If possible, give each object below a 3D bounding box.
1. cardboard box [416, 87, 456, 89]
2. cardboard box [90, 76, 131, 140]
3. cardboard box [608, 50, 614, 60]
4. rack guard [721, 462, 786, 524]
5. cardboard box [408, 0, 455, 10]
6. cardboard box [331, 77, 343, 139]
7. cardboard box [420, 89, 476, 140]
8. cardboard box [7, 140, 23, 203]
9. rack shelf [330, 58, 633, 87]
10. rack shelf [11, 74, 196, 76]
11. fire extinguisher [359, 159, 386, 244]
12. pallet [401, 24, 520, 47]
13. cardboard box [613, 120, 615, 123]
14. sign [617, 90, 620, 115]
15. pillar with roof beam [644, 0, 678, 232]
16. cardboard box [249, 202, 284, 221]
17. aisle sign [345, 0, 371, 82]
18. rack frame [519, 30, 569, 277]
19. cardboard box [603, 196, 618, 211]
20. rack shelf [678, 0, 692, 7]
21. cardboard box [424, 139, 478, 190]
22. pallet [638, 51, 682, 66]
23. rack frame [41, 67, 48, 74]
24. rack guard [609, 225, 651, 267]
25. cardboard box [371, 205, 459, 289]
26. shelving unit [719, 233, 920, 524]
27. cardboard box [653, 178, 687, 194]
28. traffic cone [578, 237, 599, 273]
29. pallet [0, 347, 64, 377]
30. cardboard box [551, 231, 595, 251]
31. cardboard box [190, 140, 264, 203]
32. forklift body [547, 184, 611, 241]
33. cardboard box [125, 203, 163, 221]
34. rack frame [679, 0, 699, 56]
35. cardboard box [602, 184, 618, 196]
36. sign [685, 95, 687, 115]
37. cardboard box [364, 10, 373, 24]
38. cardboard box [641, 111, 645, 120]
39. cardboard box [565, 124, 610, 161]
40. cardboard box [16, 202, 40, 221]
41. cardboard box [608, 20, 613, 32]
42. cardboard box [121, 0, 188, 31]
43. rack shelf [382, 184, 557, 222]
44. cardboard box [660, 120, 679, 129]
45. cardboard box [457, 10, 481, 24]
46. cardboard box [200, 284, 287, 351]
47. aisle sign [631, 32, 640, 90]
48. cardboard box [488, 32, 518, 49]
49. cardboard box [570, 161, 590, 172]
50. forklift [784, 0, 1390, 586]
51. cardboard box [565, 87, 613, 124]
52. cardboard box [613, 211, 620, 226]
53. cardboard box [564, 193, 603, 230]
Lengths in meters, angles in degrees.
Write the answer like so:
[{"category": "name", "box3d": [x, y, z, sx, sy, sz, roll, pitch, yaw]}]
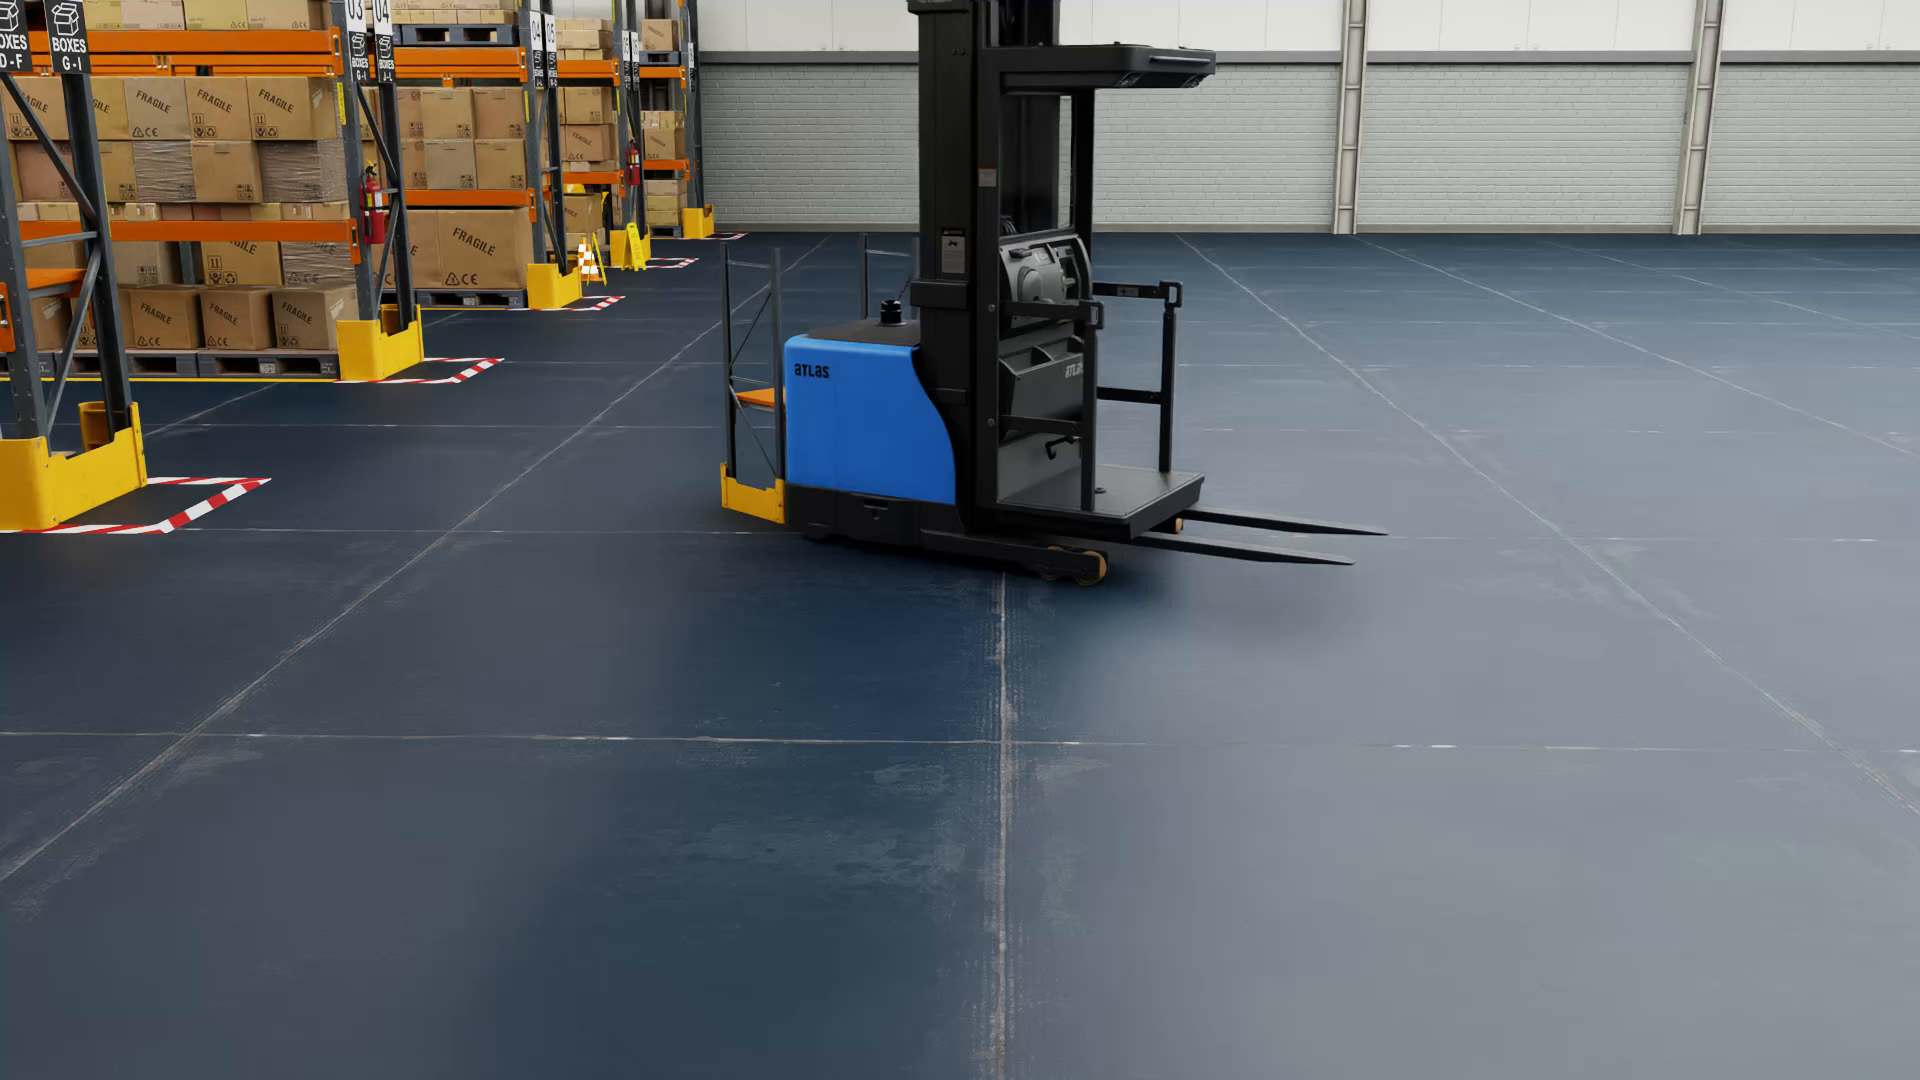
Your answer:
[{"category": "cardboard box", "box3d": [-7.224, -6.078, 23.260, 0.500, 0.500, 0.700, 0, 15, 0]}, {"category": "cardboard box", "box3d": [-6.979, -3.554, 13.691, 0.500, 0.500, 0.500, 0, 15, 1]}, {"category": "cardboard box", "box3d": [-4.994, -6.868, 23.603, 0.250, 0.149, 0.380, 0, 15, 1]}, {"category": "rack guard", "box3d": [-1.145, -0.269, 9.371, 0.087, 0.250, 0.587, -14, 20, -42]}, {"category": "cardboard box", "box3d": [-5.692, -5.899, 18.132, 0.500, 0.250, 0.500, 0, 15, 2]}, {"category": "cardboard box", "box3d": [-5.467, -3.675, 14.152, 0.500, 0.500, 0.500, 0, 15, 1]}, {"category": "cardboard box", "box3d": [-5.618, -4.778, 18.659, 0.550, 0.550, 0.875, 0, 15, 1]}, {"category": "cardboard box", "box3d": [-7.975, -3.114, 13.984, 0.500, 0.500, 0.875, 0, 15, 1]}, {"category": "rack shelf", "box3d": [-6.670, -6.569, 23.390, 4.000, 0.370, 1.077, 0, 15, 1]}, {"category": "rack shelf", "box3d": [-14.544, -7.887, 28.386, 4.000, 0.370, 1.077, 0, 15, 1]}, {"category": "fire extinguisher", "box3d": [-4.821, -2.771, 13.615, 0.183, 0.674, 0.296, 0, 15, 1]}, {"category": "pallet", "box3d": [-5.438, -5.601, 18.482, 1.213, 0.211, 1.003, 0, 15, 1]}, {"category": "cardboard box", "box3d": [-5.931, -7.018, 28.093, 0.250, 0.149, 0.380, 0, 15, 0]}, {"category": "sign", "box3d": [-4.705, -6.025, 22.908, 0.005, 0.325, 0.100, 0, 15, 1]}, {"category": "pillar with roof beam", "box3d": [-5.330, -8.757, 24.392, 0.400, 9.000, 9.100, 0, 15, 1]}, {"category": "cardboard box", "box3d": [-5.715, -2.745, 13.856, 0.250, 0.149, 0.380, 0, 15, 1]}, {"category": "aisle sign", "box3d": [-4.869, -4.107, 13.430, 0.004, 0.787, 0.394, 0, 15, 1]}, {"category": "rack frame", "box3d": [-4.696, -4.191, 18.845, 0.127, 3.000, 1.000, 0, 15, 1]}, {"category": "cardboard box", "box3d": [-6.060, -5.763, 28.388, 0.500, 0.250, 0.500, 0, 15, 0]}, {"category": "rack shelf", "box3d": [-6.547, -9.092, 27.857, 4.000, 0.370, 1.077, 0, 15, 1]}, {"category": "cardboard box", "box3d": [-5.618, -4.252, 18.783, 0.550, 0.550, 0.875, 0, 15, 1]}, {"category": "pallet", "box3d": [-5.254, -8.139, 28.101, 1.213, 0.211, 1.003, 0, 15, 1]}, {"category": "rack frame", "box3d": [-12.668, -5.506, 23.829, 0.127, 3.000, 1.000, 0, 15, 1]}, {"category": "rack guard", "box3d": [-4.747, -4.246, 23.953, 0.348, 0.500, 1.175, 0, 15, 1]}, {"category": "cardboard box", "box3d": [-6.255, -3.359, 19.035, 0.875, 0.875, 0.875, 0, 15, 1]}, {"category": "shelving unit", "box3d": [-0.788, -0.962, 9.547, 1.083, 1.500, 0.587, -14, 20, -42]}, {"category": "cardboard box", "box3d": [-5.023, -6.128, 28.794, 0.500, 0.250, 0.500, 0, 15, 1]}, {"category": "traffic cone", "box3d": [-5.133, -3.901, 22.719, 0.334, 0.463, 0.336, 0, 15, 1]}, {"category": "pallet", "box3d": [-8.250, -1.609, 14.525, 1.213, 0.211, 1.003, 0, 15, 1]}, {"category": "cardboard box", "box3d": [-5.510, -4.264, 23.690, 0.500, 0.250, 0.500, 0, 15, 1]}, {"category": "cardboard box", "box3d": [-5.976, -3.102, 13.939, 0.500, 0.500, 0.875, 0, 15, 1]}, {"category": "forklift body", "box3d": [-6.490, -5.856, 26.822, 1.214, 2.155, 2.313, 0, 15, 1]}, {"category": "cardboard box", "box3d": [-6.716, -2.737, 13.828, 0.250, 0.149, 0.380, 0, 15, 1]}, {"category": "rack frame", "box3d": [-4.548, -9.621, 27.665, 0.127, 3.000, 1.000, 0, 15, 1]}, {"category": "cardboard box", "box3d": [-6.031, -6.003, 28.319, 0.500, 0.250, 0.500, 1, 15, 2]}, {"category": "sign", "box3d": [-4.575, -7.256, 27.728, 0.005, 0.325, 0.100, 0, 15, 1]}, {"category": "cardboard box", "box3d": [-6.307, -5.695, 18.140, 0.250, 0.149, 0.380, 0, 15, 2]}, {"category": "cardboard box", "box3d": [-5.421, -7.163, 28.058, 0.250, 0.149, 0.380, 1, 15, 3]}, {"category": "cardboard box", "box3d": [-5.220, -5.579, 23.328, 0.500, 0.500, 0.500, 0, 15, 0]}, {"category": "cardboard box", "box3d": [-7.716, -2.742, 13.847, 0.250, 0.149, 0.380, 0, 15, 1]}, {"category": "cardboard box", "box3d": [-5.021, -7.223, 23.386, 0.250, 0.149, 0.380, 0, 15, 1]}, {"category": "cardboard box", "box3d": [-6.423, -4.251, 13.486, 0.500, 0.250, 0.500, 1, 15, 3]}, {"category": "rack shelf", "box3d": [-6.695, -3.856, 18.986, 4.000, 0.370, 1.077, 0, 15, 1]}, {"category": "cardboard box", "box3d": [-4.901, -7.013, 28.072, 0.250, 0.149, 0.380, 1, 15, 2]}, {"category": "cardboard box", "box3d": [-5.289, -5.689, 18.115, 0.250, 0.149, 0.380, 0, 15, 2]}, {"category": "cardboard box", "box3d": [-6.146, -1.925, 14.331, 0.500, 0.500, 0.500, 4, 15, 16]}, {"category": "aisle sign", "box3d": [-4.601, -6.790, 23.598, 0.004, 0.787, 0.394, 0, 15, 1]}, {"category": "cardboard box", "box3d": [-6.211, -6.916, 23.004, 0.500, 0.250, 0.500, 1, 15, 3]}, {"category": "cardboard box", "box3d": [-5.306, -5.254, 23.365, 0.250, 0.149, 0.380, 0, 15, 1]}, {"category": "forklift", "box3d": [0.613, -1.352, 8.220, 3.031, 2.935, 1.130, 8, 17, 28]}, {"category": "cardboard box", "box3d": [-5.187, -6.077, 23.255, 0.500, 0.500, 0.700, 0, 15, 0]}, {"category": "cardboard box", "box3d": [-6.022, -5.527, 28.476, 0.500, 0.250, 0.500, 1, 15, 2]}, {"category": "cardboard box", "box3d": [-5.494, -4.766, 24.121, 0.500, 0.500, 0.500, 0, 15, 0]}]
